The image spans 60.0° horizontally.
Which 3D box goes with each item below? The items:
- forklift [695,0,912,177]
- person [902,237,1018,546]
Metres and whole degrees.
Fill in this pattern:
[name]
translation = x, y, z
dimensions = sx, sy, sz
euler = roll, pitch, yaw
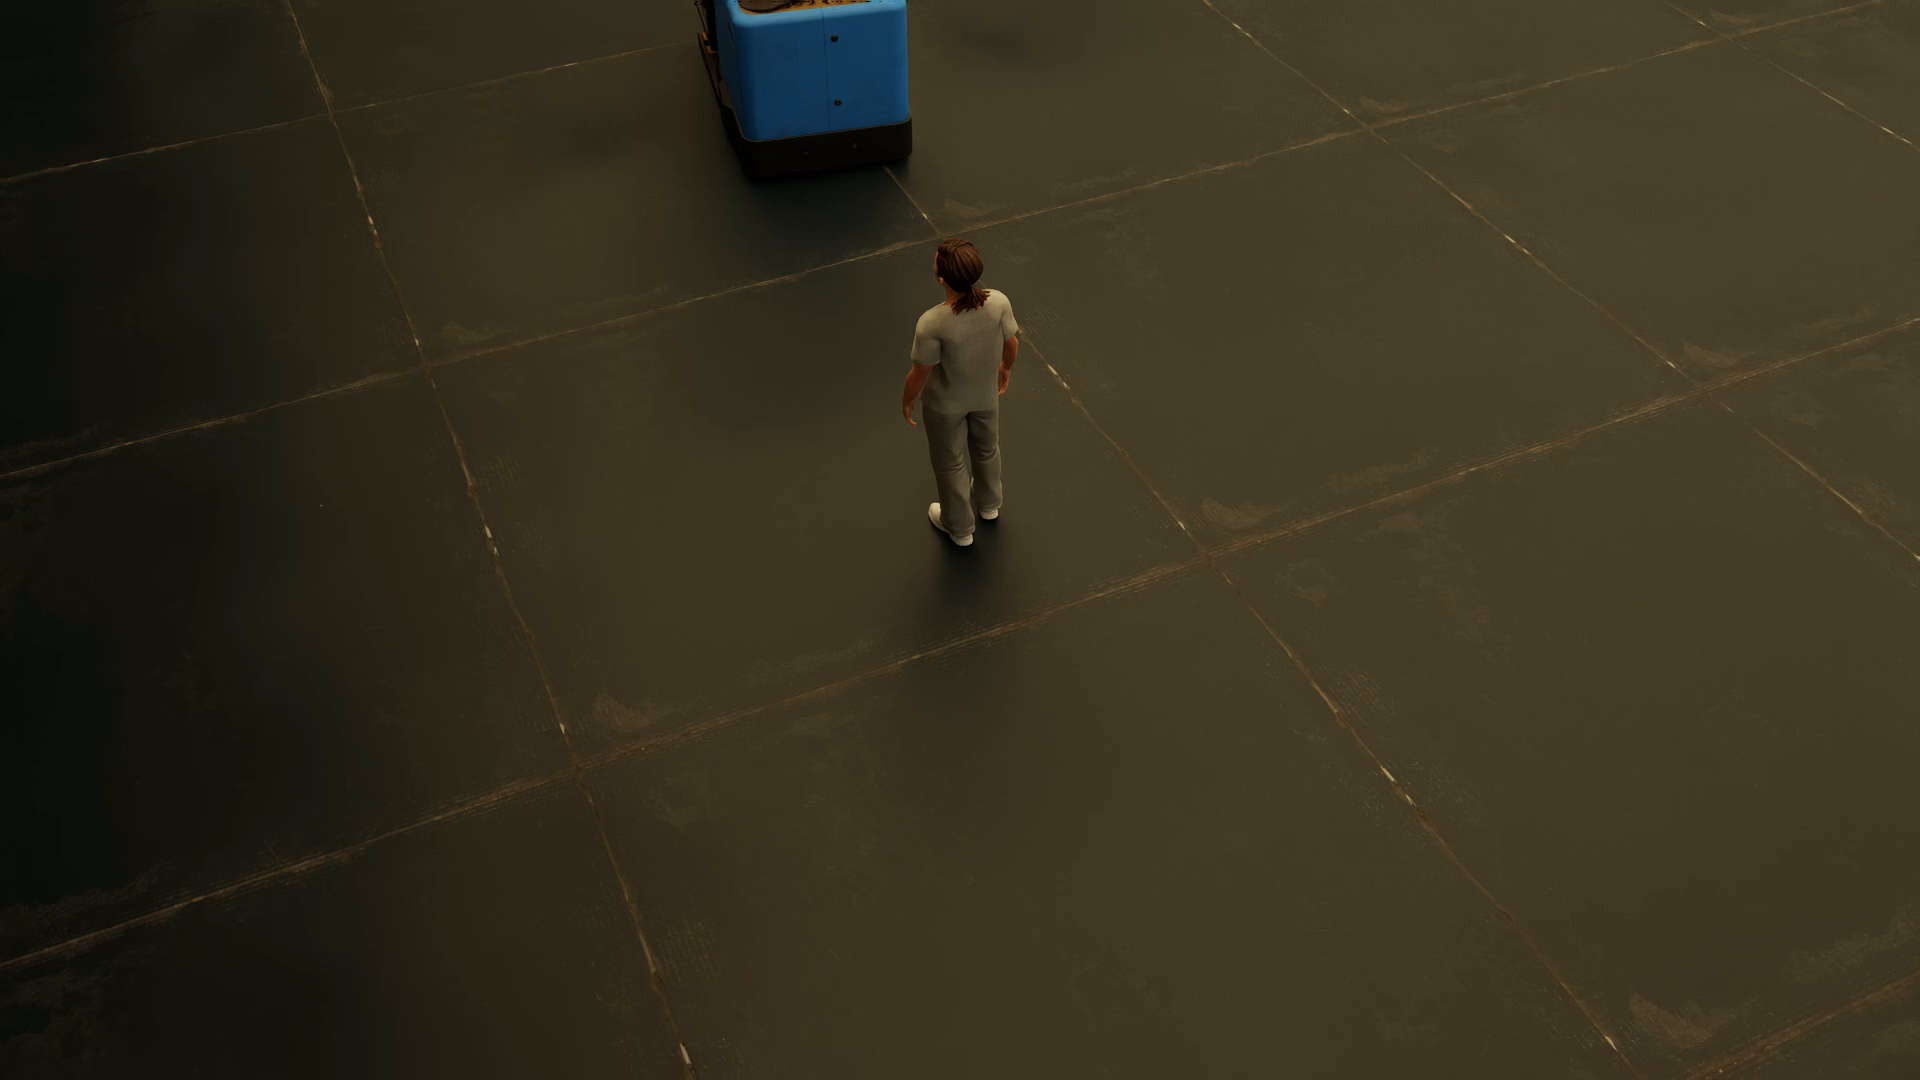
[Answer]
[forklift]
translation = -1.160, -4.292, 10.279
dimensions = 1.130, 2.935, 3.031
euler = -10, 44, -11
[person]
translation = -0.019, -0.668, 7.305
dimensions = 0.549, 1.673, 0.548
euler = -18, 46, -18
